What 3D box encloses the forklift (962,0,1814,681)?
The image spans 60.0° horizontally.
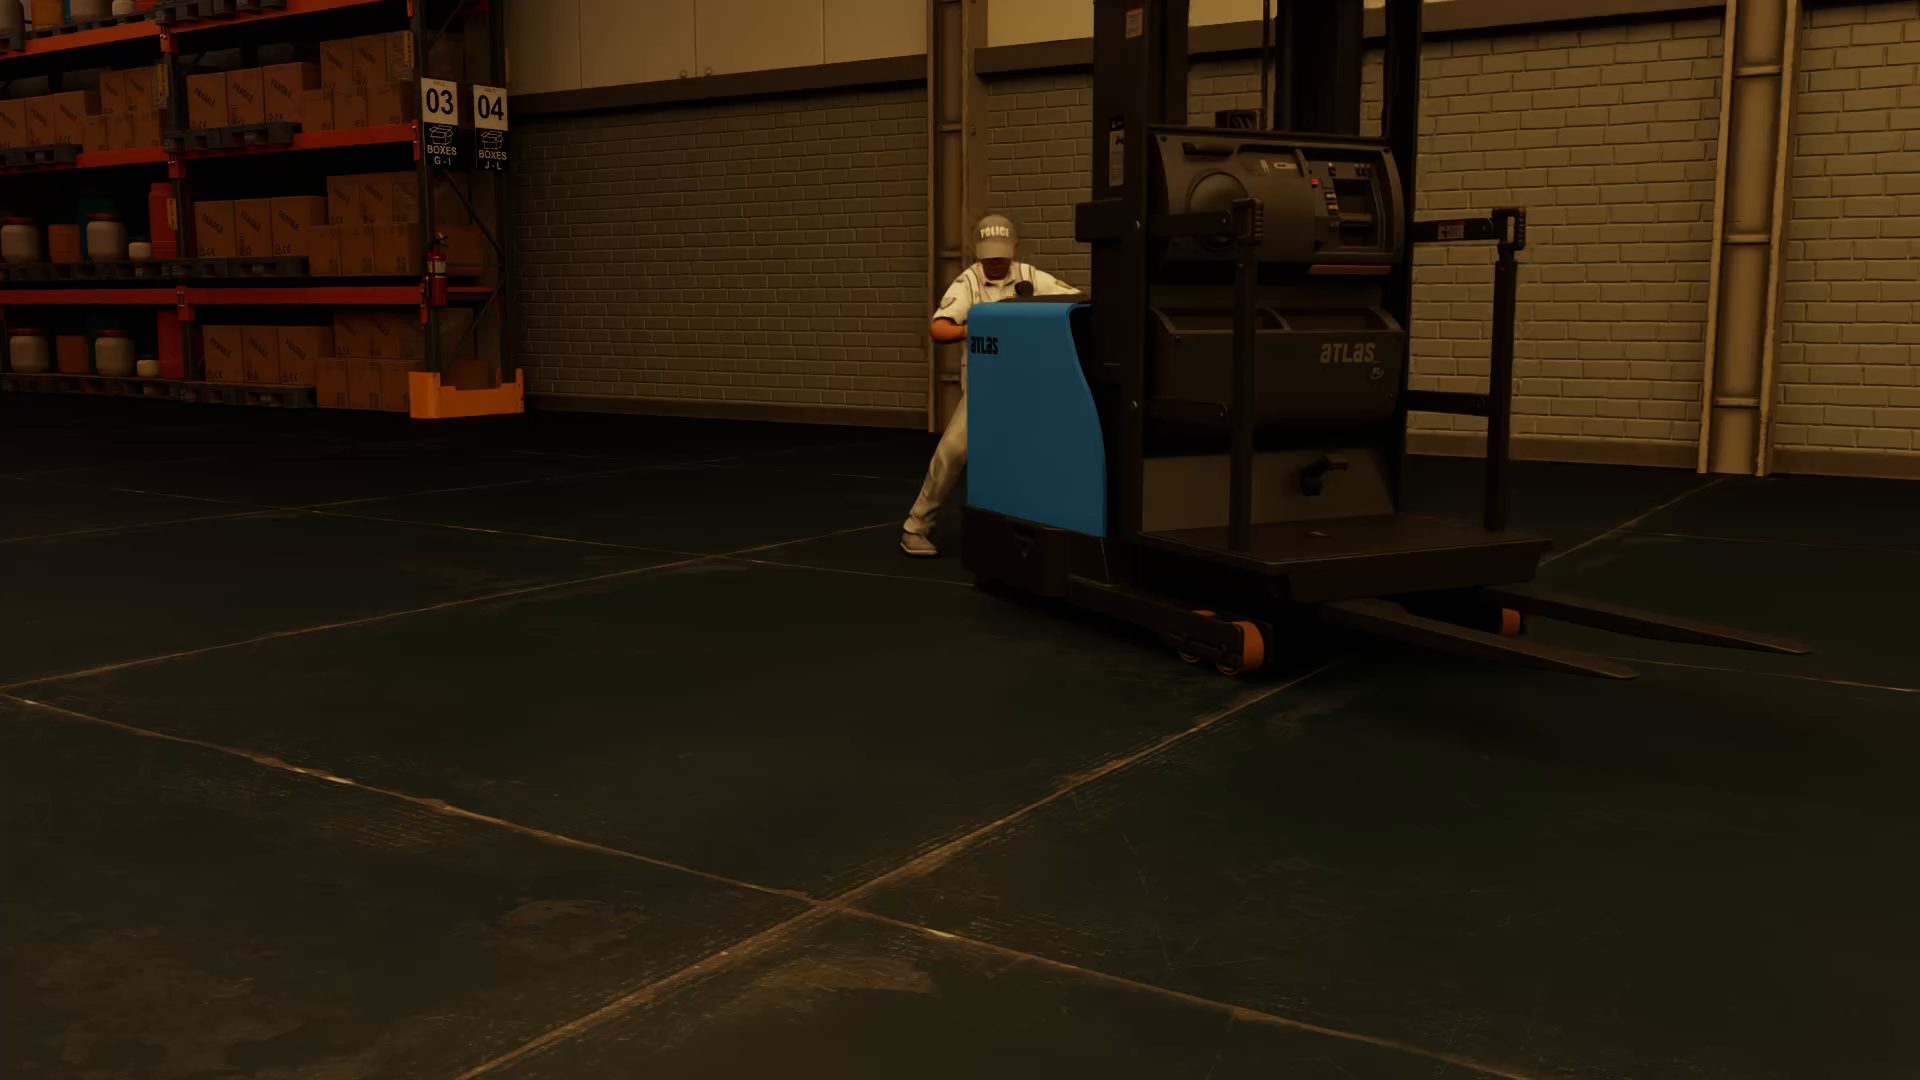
[{"bbox_3d":[1.127,-1.126,5.112,1.130,2.935,3.031,-4,9,-27],"label":"forklift"}]

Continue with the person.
[{"bbox_3d":[0.217,-0.678,7.218,0.957,1.451,0.737,-1,8,-6],"label":"person"}]
